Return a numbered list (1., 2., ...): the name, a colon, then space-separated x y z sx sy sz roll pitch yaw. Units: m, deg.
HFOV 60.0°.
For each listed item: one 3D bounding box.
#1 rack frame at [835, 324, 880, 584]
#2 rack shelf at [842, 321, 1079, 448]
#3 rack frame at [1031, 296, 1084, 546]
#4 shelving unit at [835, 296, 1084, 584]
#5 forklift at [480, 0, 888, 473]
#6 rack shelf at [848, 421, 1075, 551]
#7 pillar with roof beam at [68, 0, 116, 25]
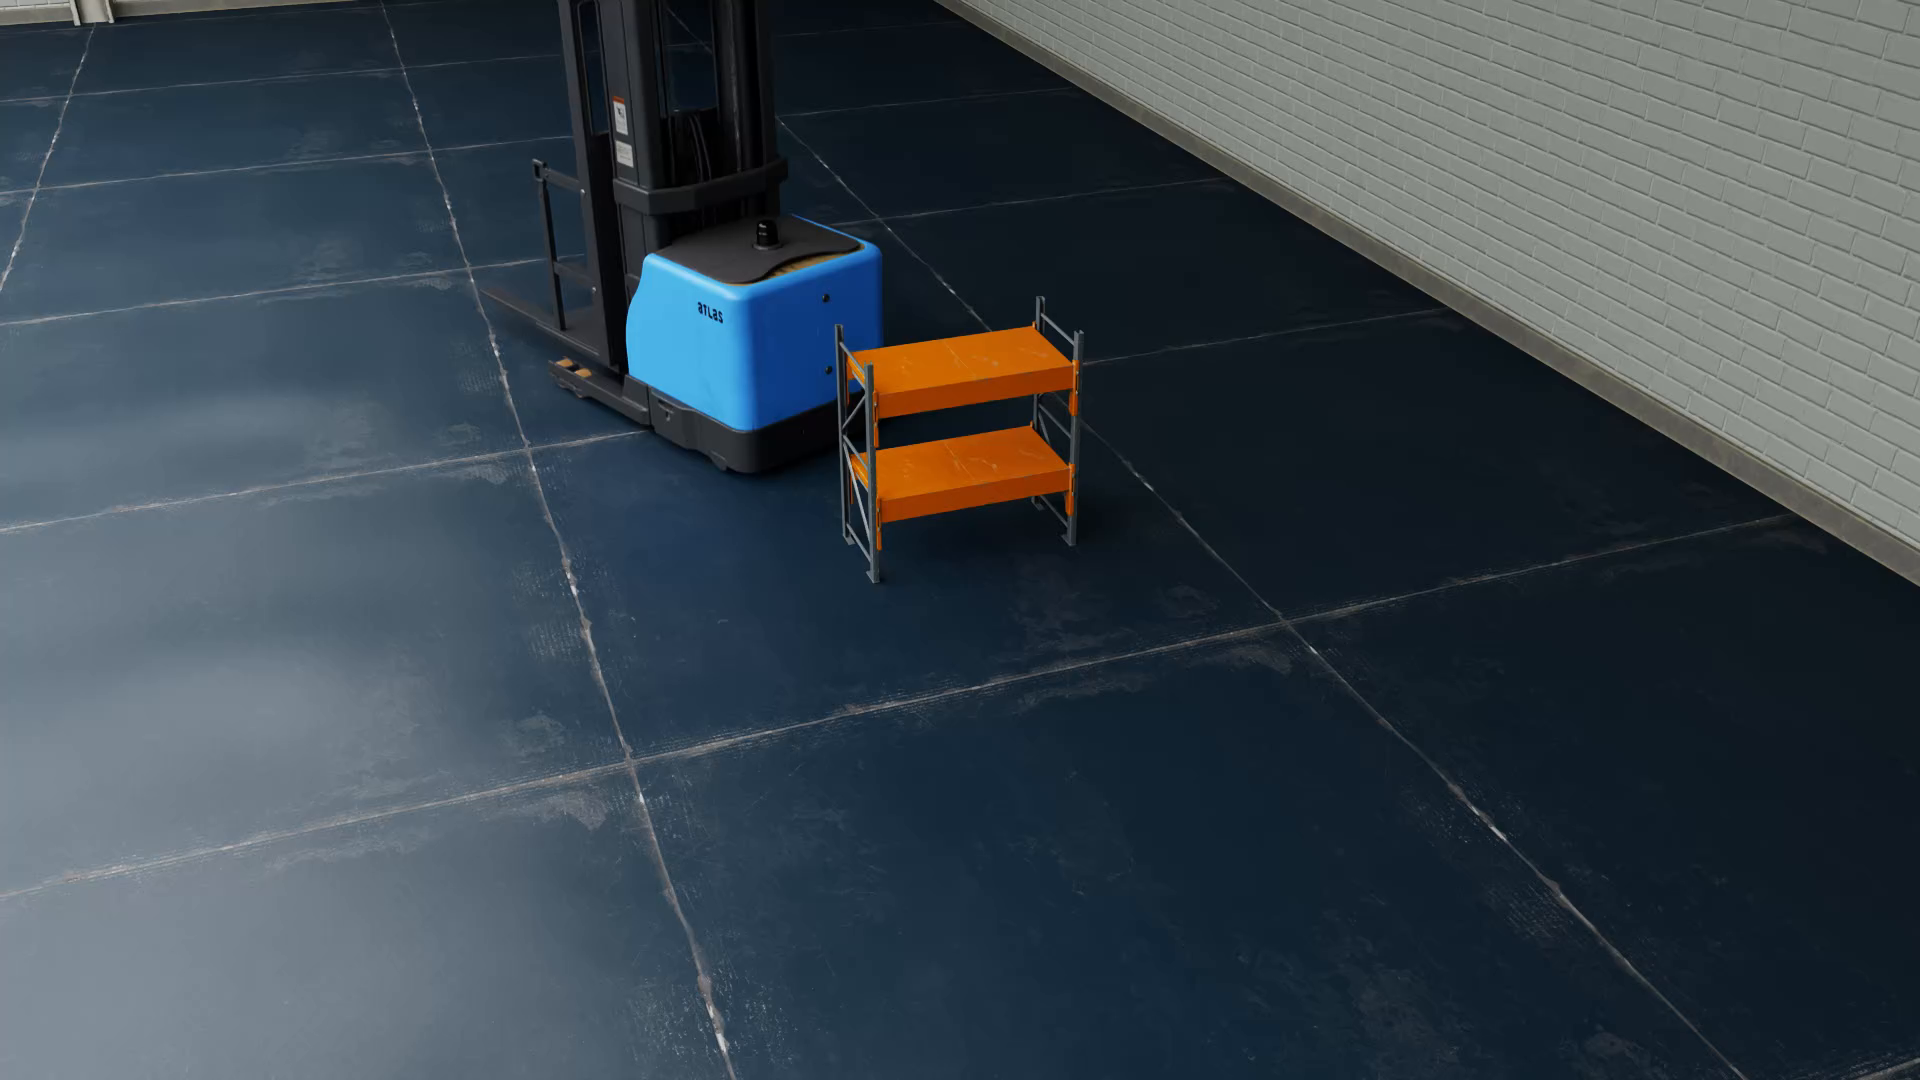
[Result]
1. rack frame: -0.483 -0.400 7.815 0.032 1.125 0.500 -10 31 -18
2. rack shelf: -0.006 -0.742 7.825 1.000 0.278 0.538 -10 31 -18
3. rack frame: 0.470 -0.575 8.124 0.032 1.125 0.500 -10 31 -18
4. shelving unit: -0.006 -0.488 7.969 1.048 1.125 0.538 -10 31 -18
5. forklift: -1.782 -2.260 9.255 1.130 2.935 3.031 -25 38 -37
6. rack shelf: -0.006 -0.275 8.091 1.000 0.278 0.538 -10 31 -18
7. pillar with roof beam: -7.981 -7.609 12.514 0.400 9.000 9.100 -10 31 -18
